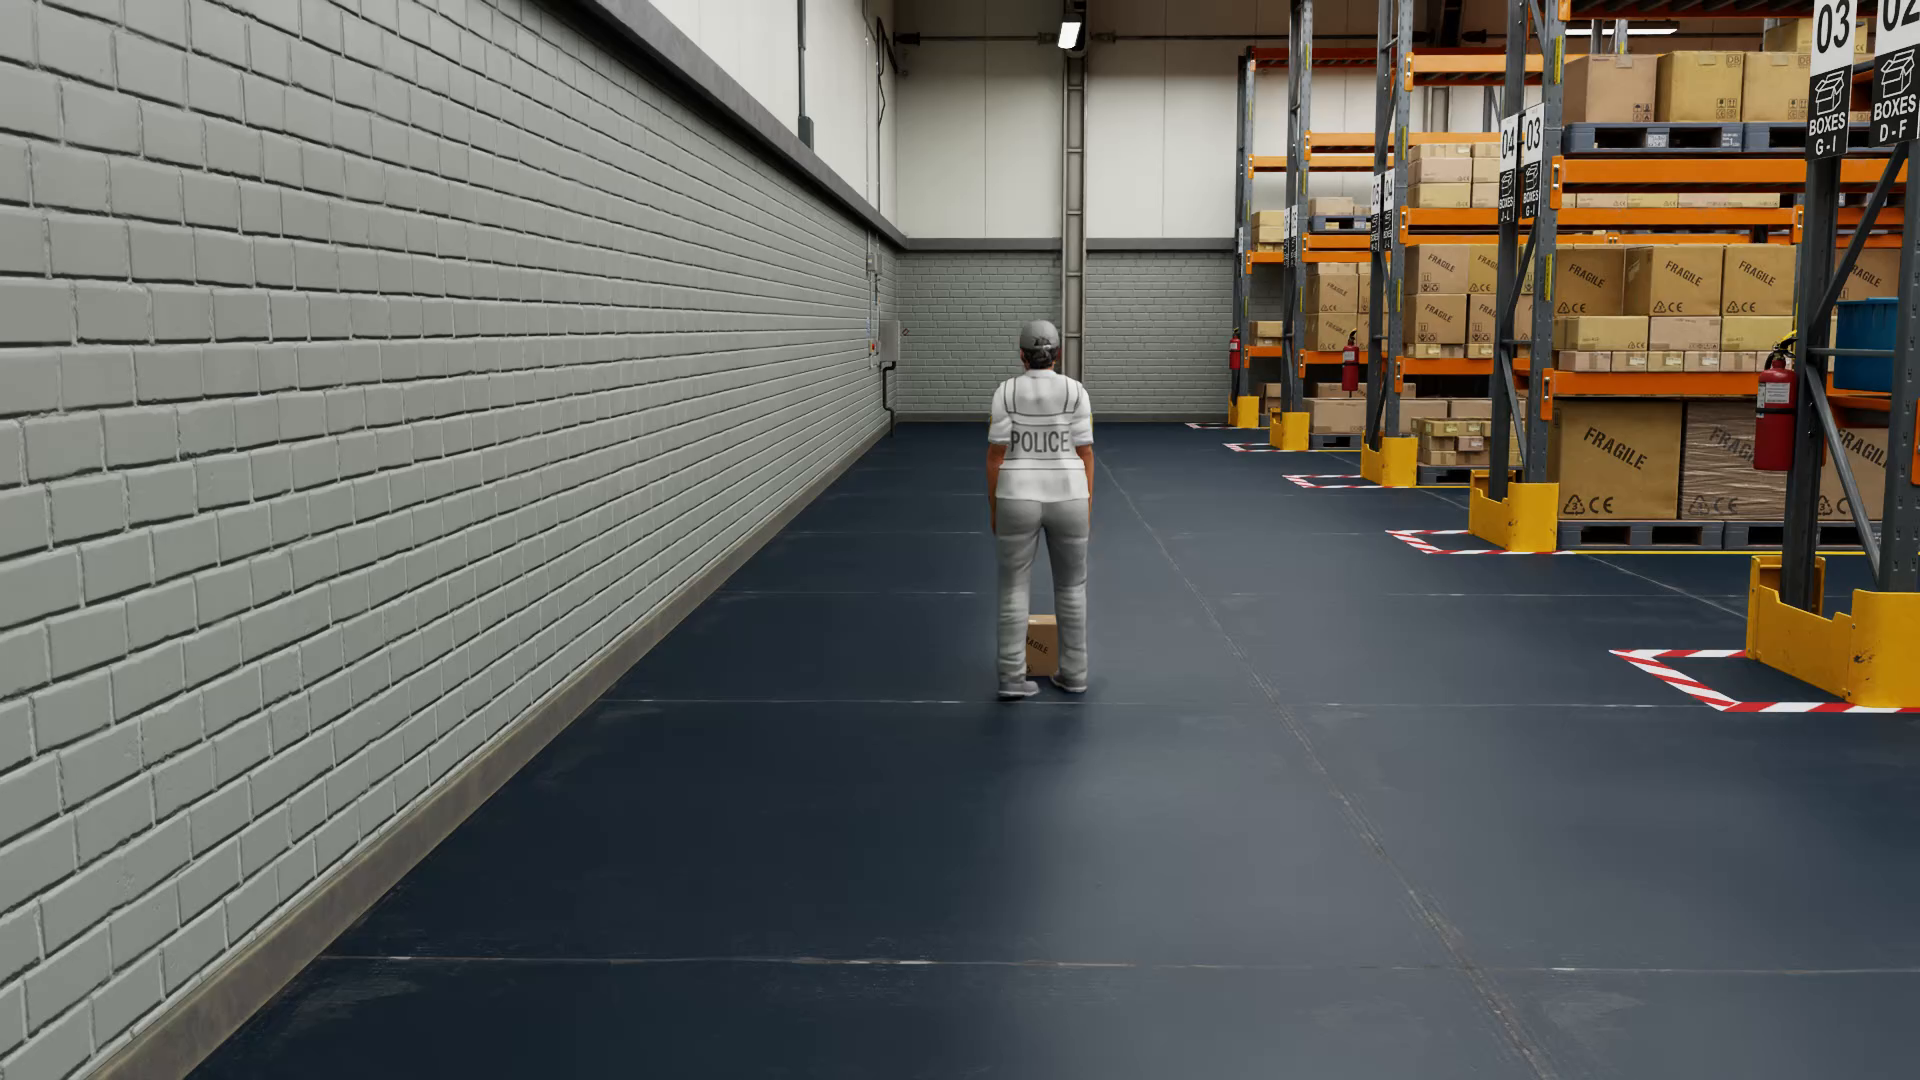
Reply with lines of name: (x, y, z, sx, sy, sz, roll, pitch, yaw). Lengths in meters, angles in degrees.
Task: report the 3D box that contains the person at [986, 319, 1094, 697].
person: (0.352, -0.134, 7.373, 0.470, 1.673, 0.435, 0, 7, 1)
